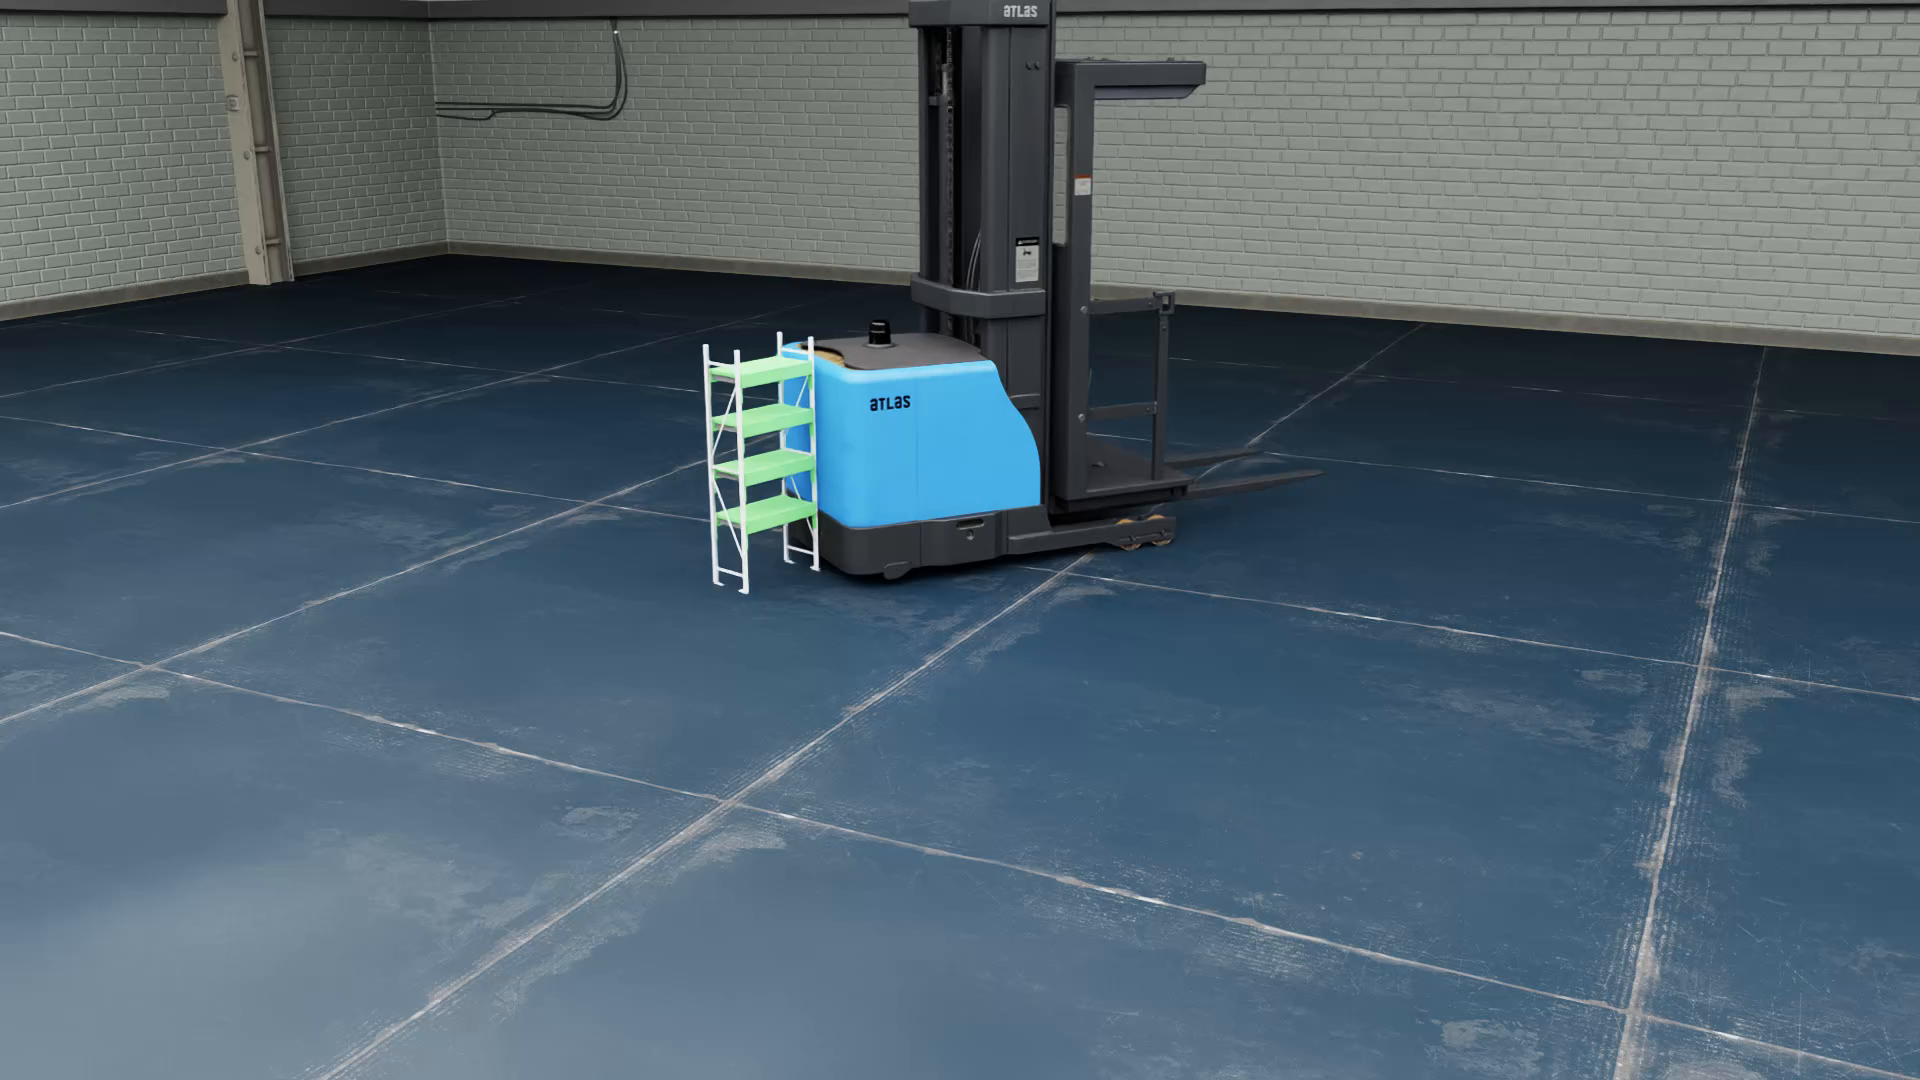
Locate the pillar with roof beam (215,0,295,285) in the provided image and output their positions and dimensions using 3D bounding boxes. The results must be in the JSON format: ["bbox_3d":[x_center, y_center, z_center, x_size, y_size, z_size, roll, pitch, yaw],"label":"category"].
[{"bbox_3d":[-3.970,-6.696,15.765,9.100,9.000,0.400,8,18,25],"label":"pillar with roof beam"}]

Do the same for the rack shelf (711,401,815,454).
[{"bbox_3d":[-0.975,-0.559,8.180,0.258,0.148,0.480,14,21,38],"label":"rack shelf"}]

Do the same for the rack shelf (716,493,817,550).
[{"bbox_3d":[-0.975,-0.099,8.317,0.258,0.148,0.480,14,21,38],"label":"rack shelf"}]

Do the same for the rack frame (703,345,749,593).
[{"bbox_3d":[-1.132,-0.337,8.052,0.240,1.200,0.015,14,21,38],"label":"rack frame"}]

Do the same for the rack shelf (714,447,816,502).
[{"bbox_3d":[-0.975,-0.329,8.249,0.258,0.148,0.480,14,21,38],"label":"rack shelf"}]

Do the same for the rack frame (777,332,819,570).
[{"bbox_3d":[-0.818,-0.443,8.409,0.240,1.200,0.015,14,21,38],"label":"rack frame"}]

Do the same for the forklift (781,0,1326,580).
[{"bbox_3d":[0.596,-1.475,8.843,3.031,2.935,1.130,-8,18,-25],"label":"forklift"}]

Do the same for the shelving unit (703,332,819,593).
[{"bbox_3d":[-0.975,-0.390,8.231,0.258,1.200,0.503,14,21,38],"label":"shelving unit"}]

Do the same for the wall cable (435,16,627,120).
[{"bbox_3d":[-5.322,-6.338,20.011,3.097,2.526,0.112,8,18,25],"label":"wall cable"}]

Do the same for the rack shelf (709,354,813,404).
[{"bbox_3d":[-0.975,-0.789,8.112,0.258,0.148,0.480,14,21,38],"label":"rack shelf"}]
